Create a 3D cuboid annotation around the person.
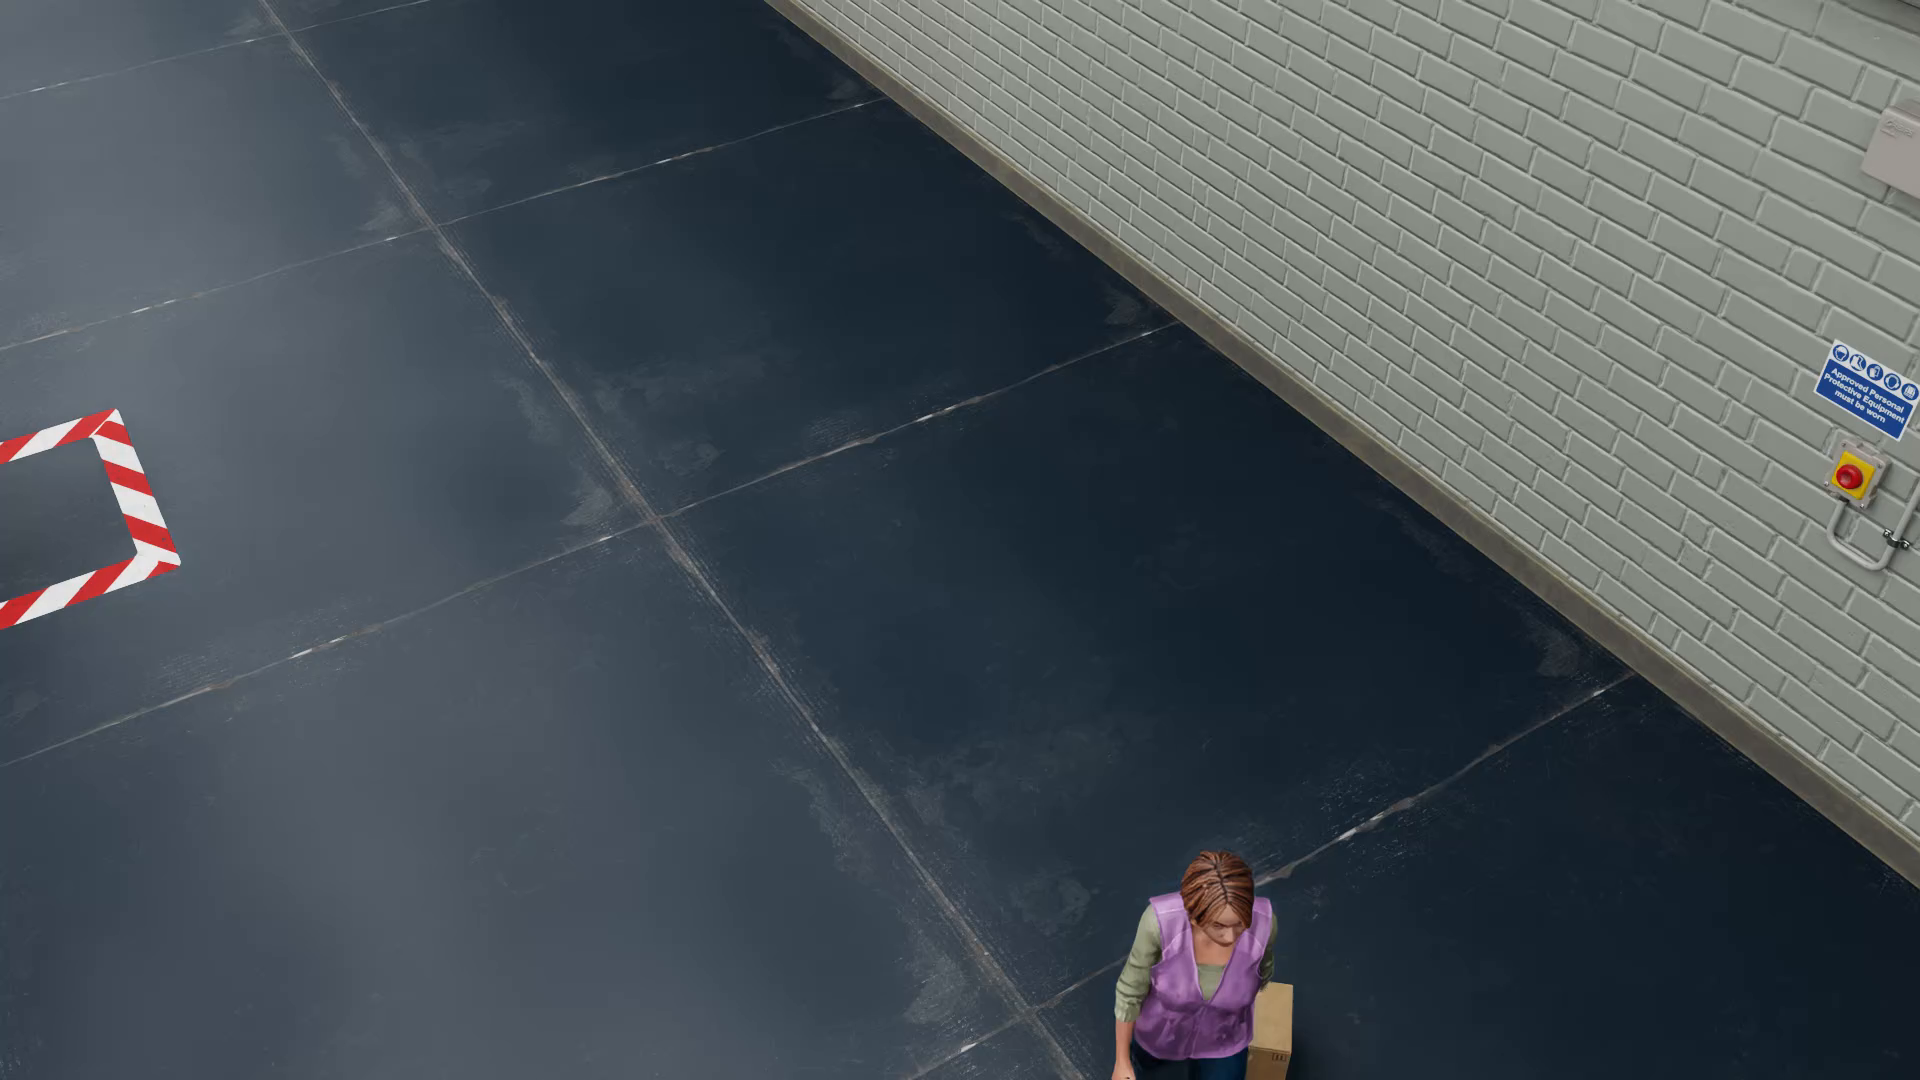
[{"bbox_3d":[0.644,1.316,4.671,0.426,1.540,0.968,5,42,6],"label":"person"}]
